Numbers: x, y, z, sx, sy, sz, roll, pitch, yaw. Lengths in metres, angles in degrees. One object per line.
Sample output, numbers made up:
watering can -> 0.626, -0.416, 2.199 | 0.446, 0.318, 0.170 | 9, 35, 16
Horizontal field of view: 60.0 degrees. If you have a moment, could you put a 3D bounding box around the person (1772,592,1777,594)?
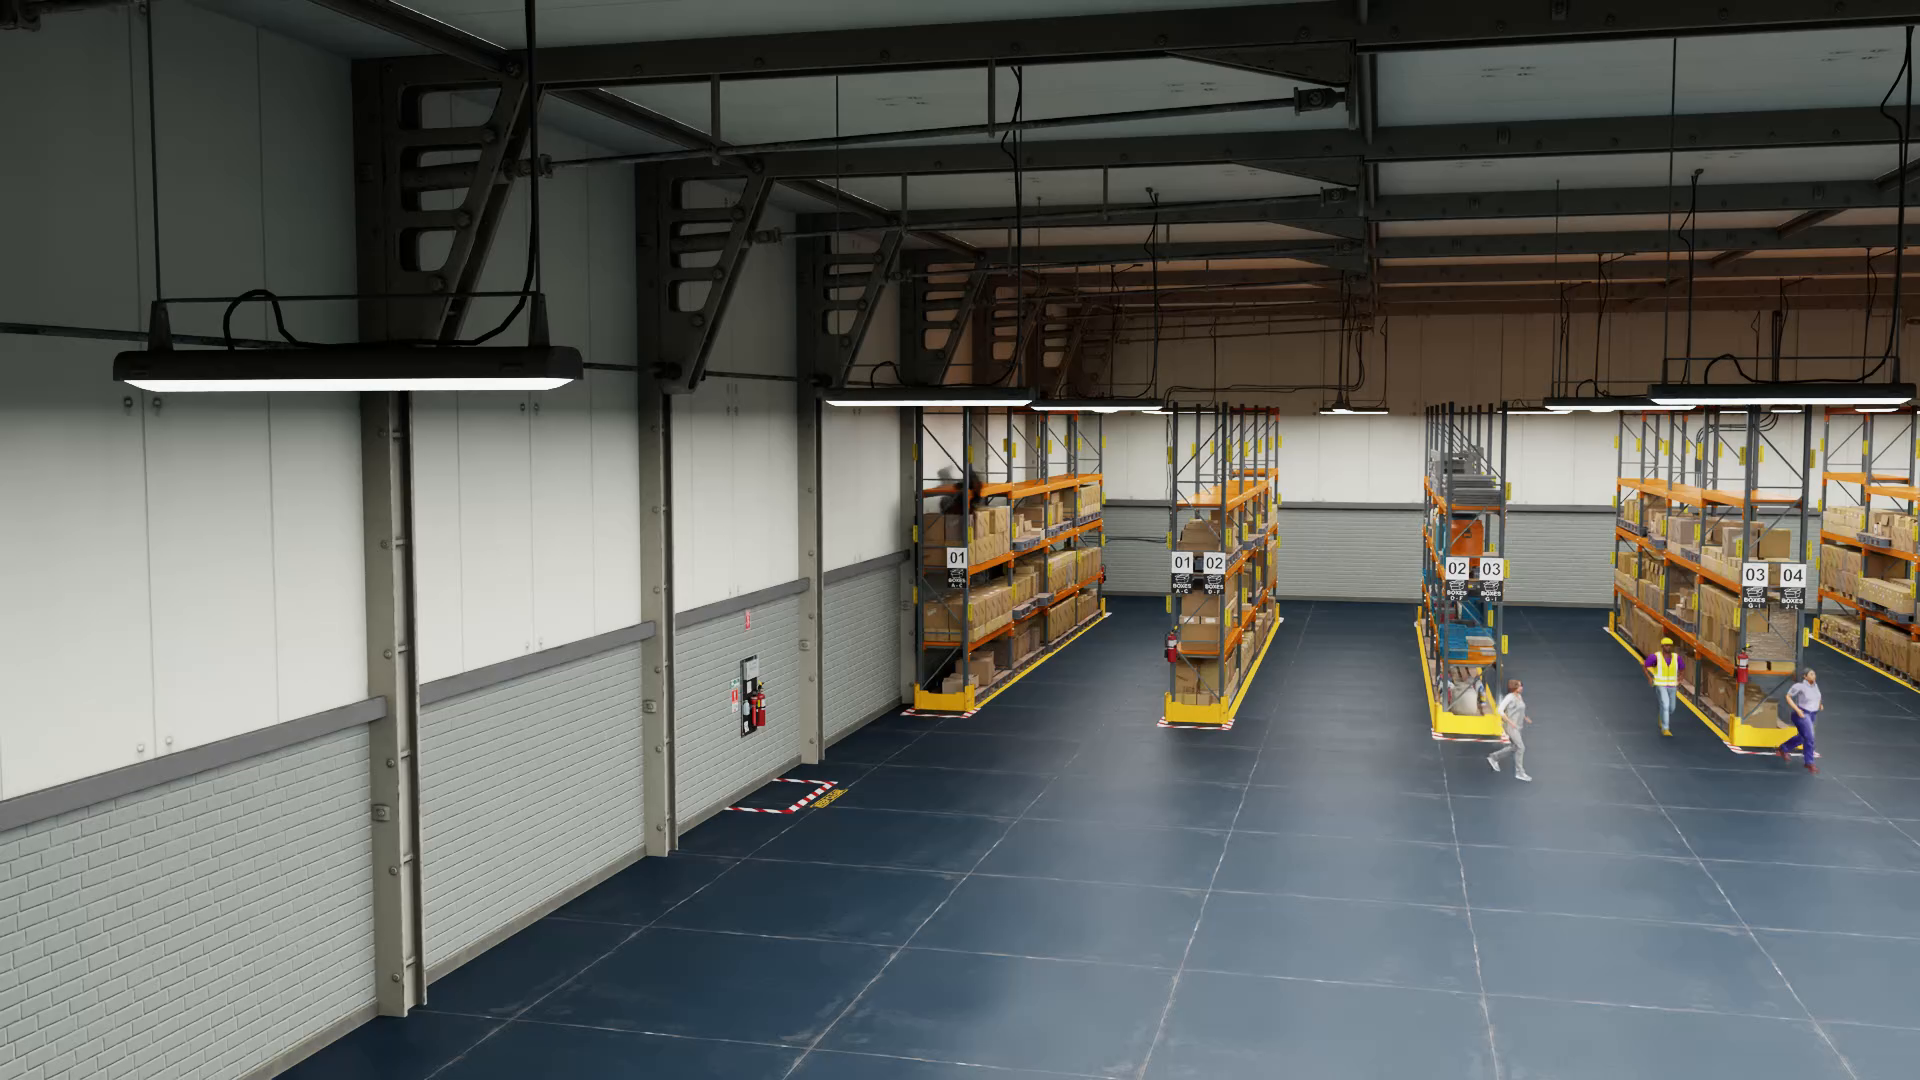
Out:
person -> 21.045, 1.700, 43.452 | 0.612, 1.622, 0.592 | -4, 6, -44

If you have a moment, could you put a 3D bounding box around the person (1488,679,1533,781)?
person -> 8.714, 2.983, 26.329 | 0.750, 1.586, 0.557 | 3, 5, 38

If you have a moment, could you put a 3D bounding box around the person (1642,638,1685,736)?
person -> 12.718, 2.624, 30.045 | 0.710, 1.747, 0.782 | 0, 4, 4

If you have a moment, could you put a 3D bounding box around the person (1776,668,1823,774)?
person -> 13.723, 2.901, 27.090 | 0.617, 1.679, 0.836 | -2, 5, -30
